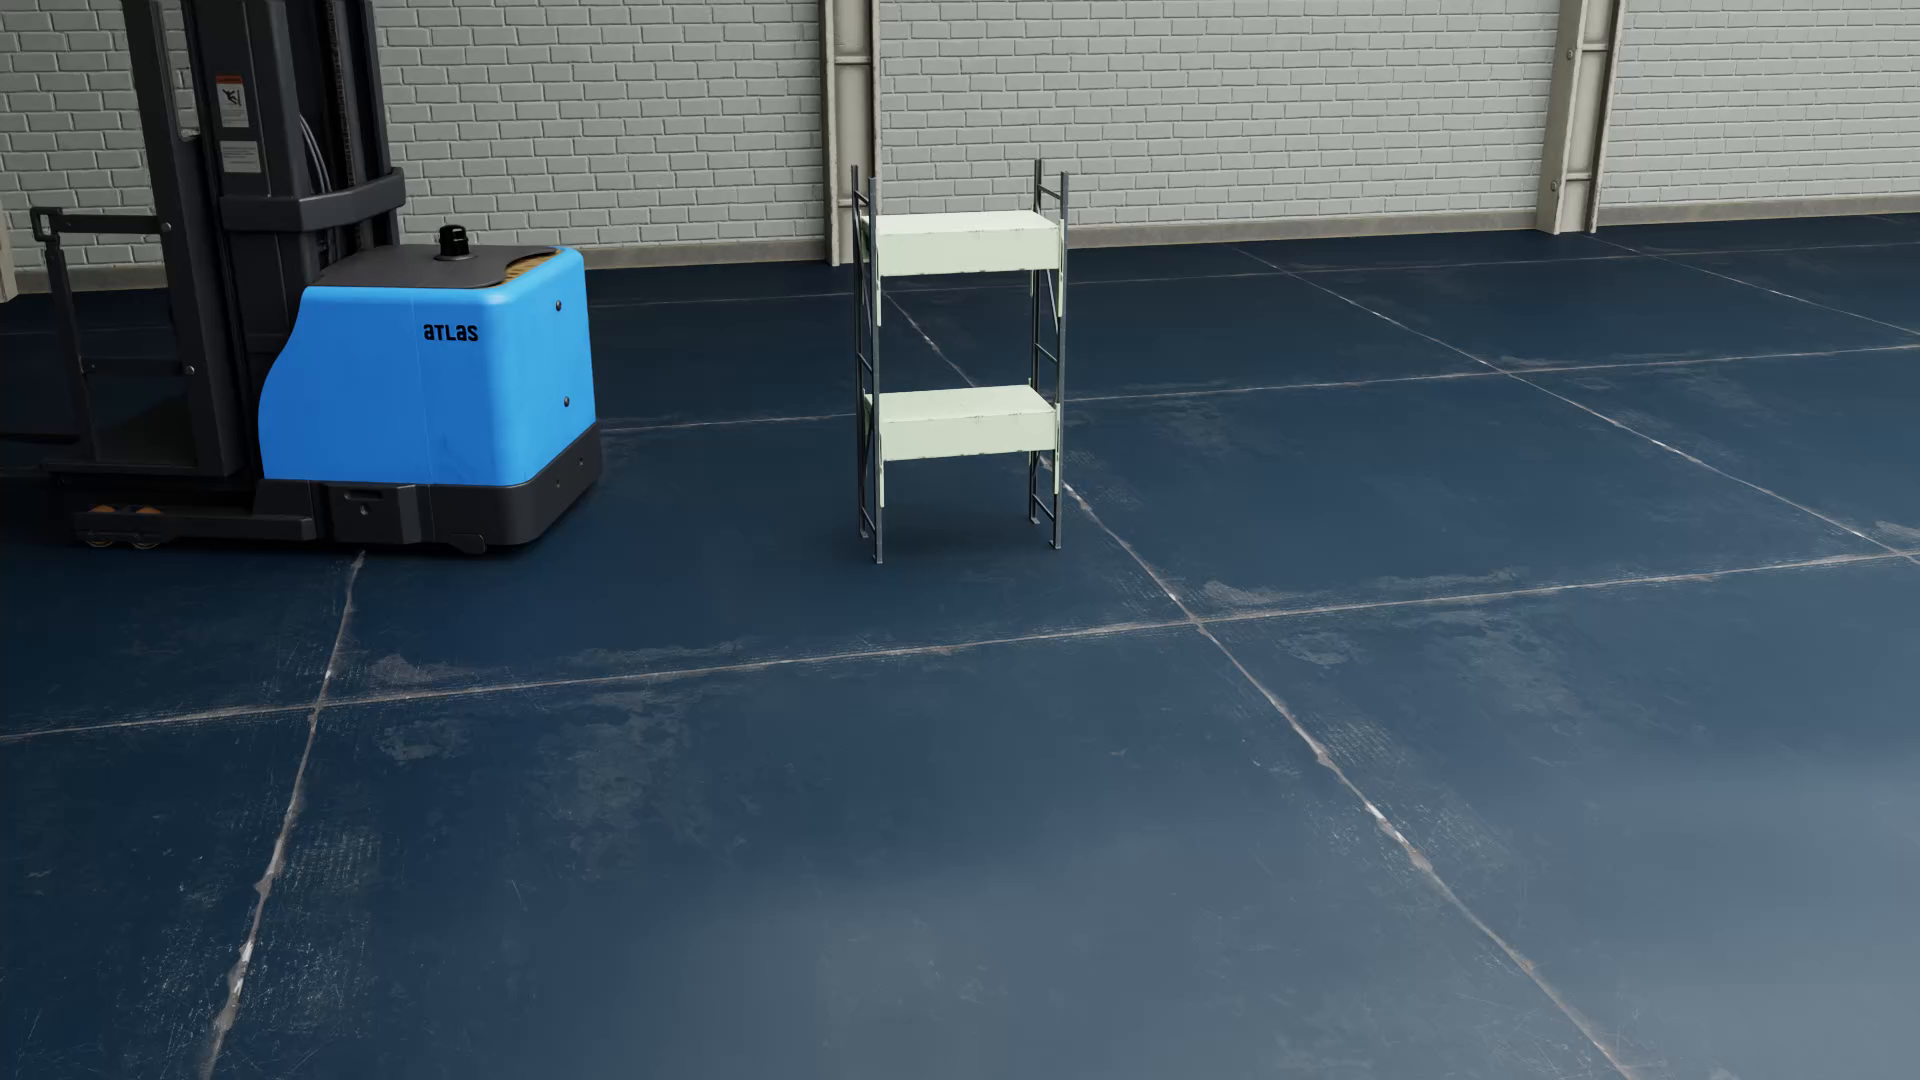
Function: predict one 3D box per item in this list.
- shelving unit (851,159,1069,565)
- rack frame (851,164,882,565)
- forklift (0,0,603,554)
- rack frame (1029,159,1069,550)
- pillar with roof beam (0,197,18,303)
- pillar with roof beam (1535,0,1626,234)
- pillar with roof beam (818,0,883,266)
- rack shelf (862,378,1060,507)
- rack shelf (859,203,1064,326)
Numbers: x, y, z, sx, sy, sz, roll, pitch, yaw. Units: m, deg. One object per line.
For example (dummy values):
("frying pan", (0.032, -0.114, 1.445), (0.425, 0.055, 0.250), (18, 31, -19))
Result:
("shelving unit", (-0.006, -0.704, 6.555), (0.755, 1.500, 0.431), (-5, 21, -12))
("rack frame", (-0.363, -0.675, 6.476), (0.023, 1.500, 0.400), (-5, 21, -12))
("forklift", (-3.146, -1.517, 6.693), (3.031, 2.935, 1.130), (2, 20, 6))
("rack frame", (0.350, -0.733, 6.634), (0.023, 1.500, 0.400), (-5, 21, -12))
("pillar with roof beam", (-5.646, -4.417, 5.791), (0.400, 9.000, 9.100), (-5, 21, -12))
("pillar with roof beam", (6.032, -5.367, 8.383), (0.400, 9.000, 9.100), (-5, 21, -12))
("pillar with roof beam", (0.193, -4.892, 7.087), (0.400, 9.000, 9.100), (-5, 21, -12))
("rack shelf", (-0.006, -0.398, 6.667), (0.720, 0.370, 0.431), (-5, 21, -12))
("rack shelf", (-0.006, -1.070, 6.421), (0.720, 0.370, 0.431), (-5, 21, -12))
